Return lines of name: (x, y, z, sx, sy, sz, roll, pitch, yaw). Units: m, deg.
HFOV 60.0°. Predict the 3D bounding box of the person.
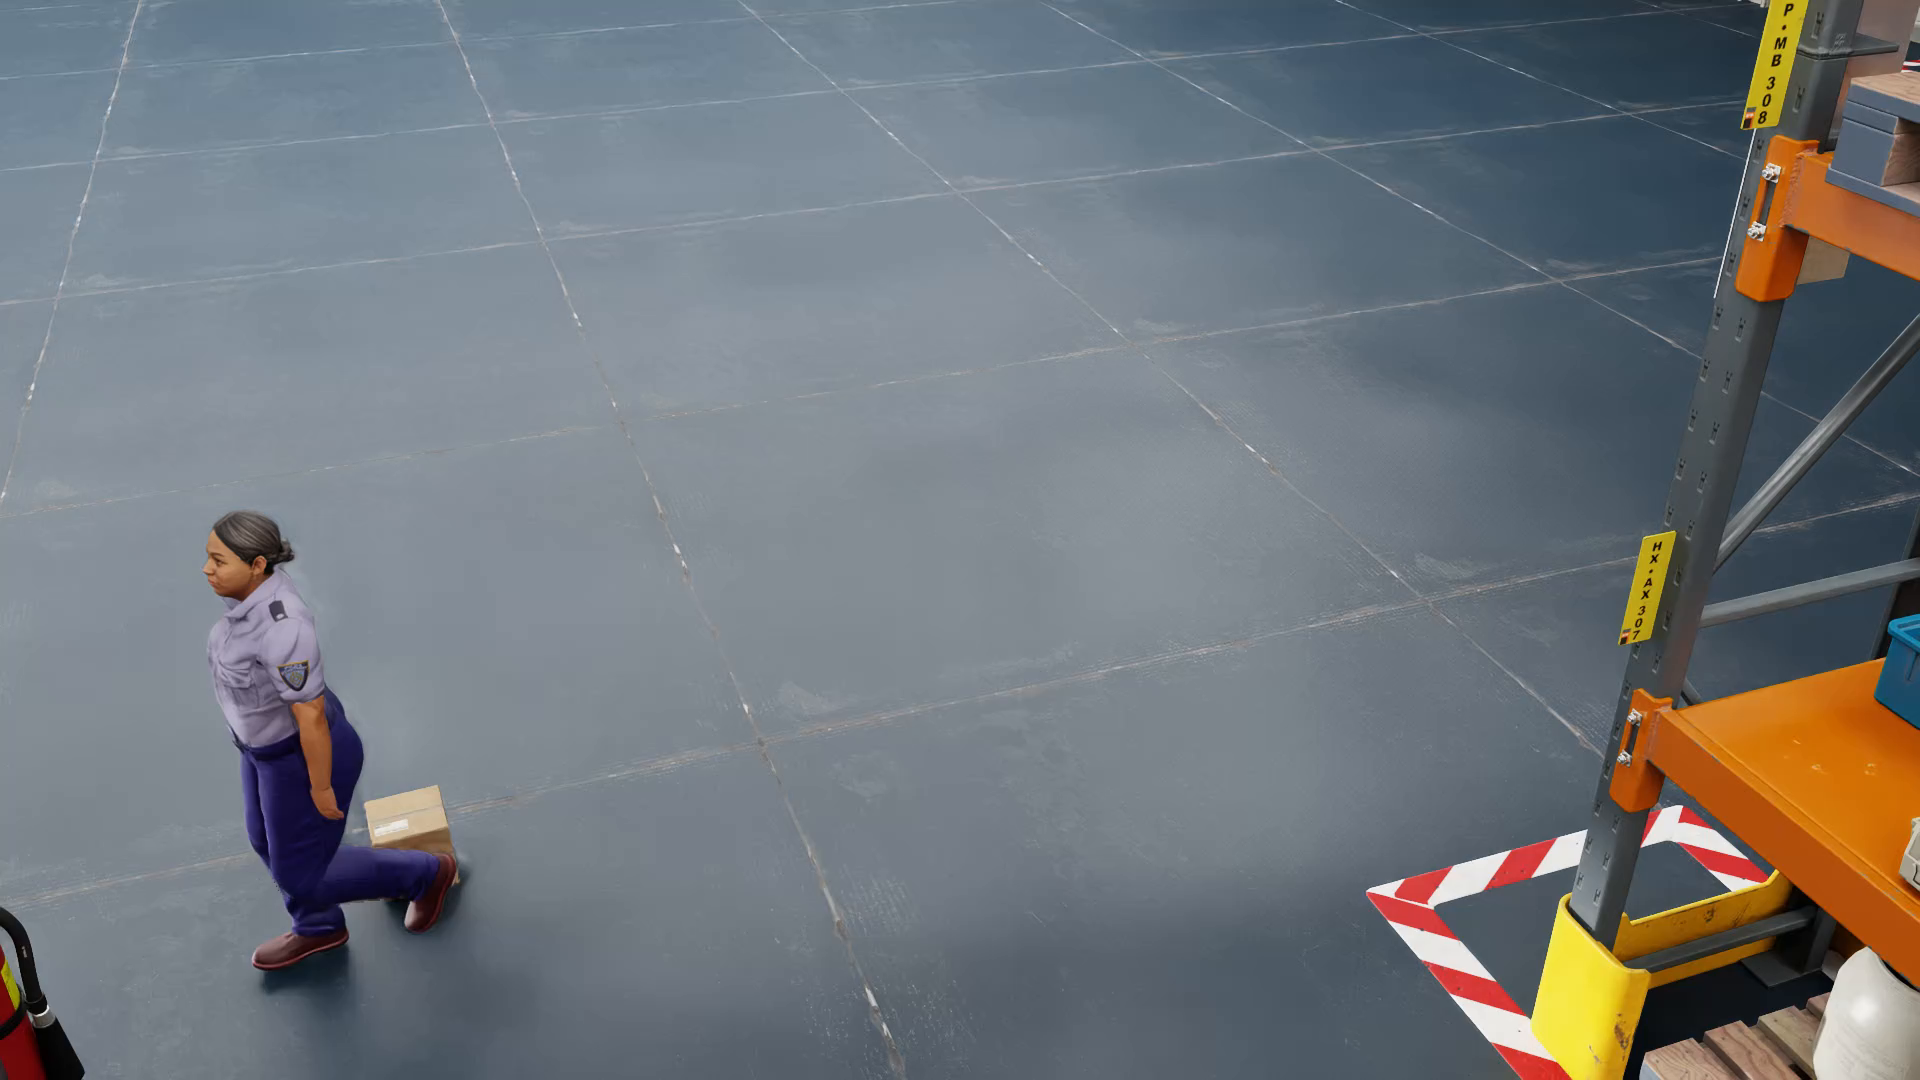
person: (-1.950, 0.625, 5.021, 0.642, 1.626, 0.496, -18, 35, -28)
